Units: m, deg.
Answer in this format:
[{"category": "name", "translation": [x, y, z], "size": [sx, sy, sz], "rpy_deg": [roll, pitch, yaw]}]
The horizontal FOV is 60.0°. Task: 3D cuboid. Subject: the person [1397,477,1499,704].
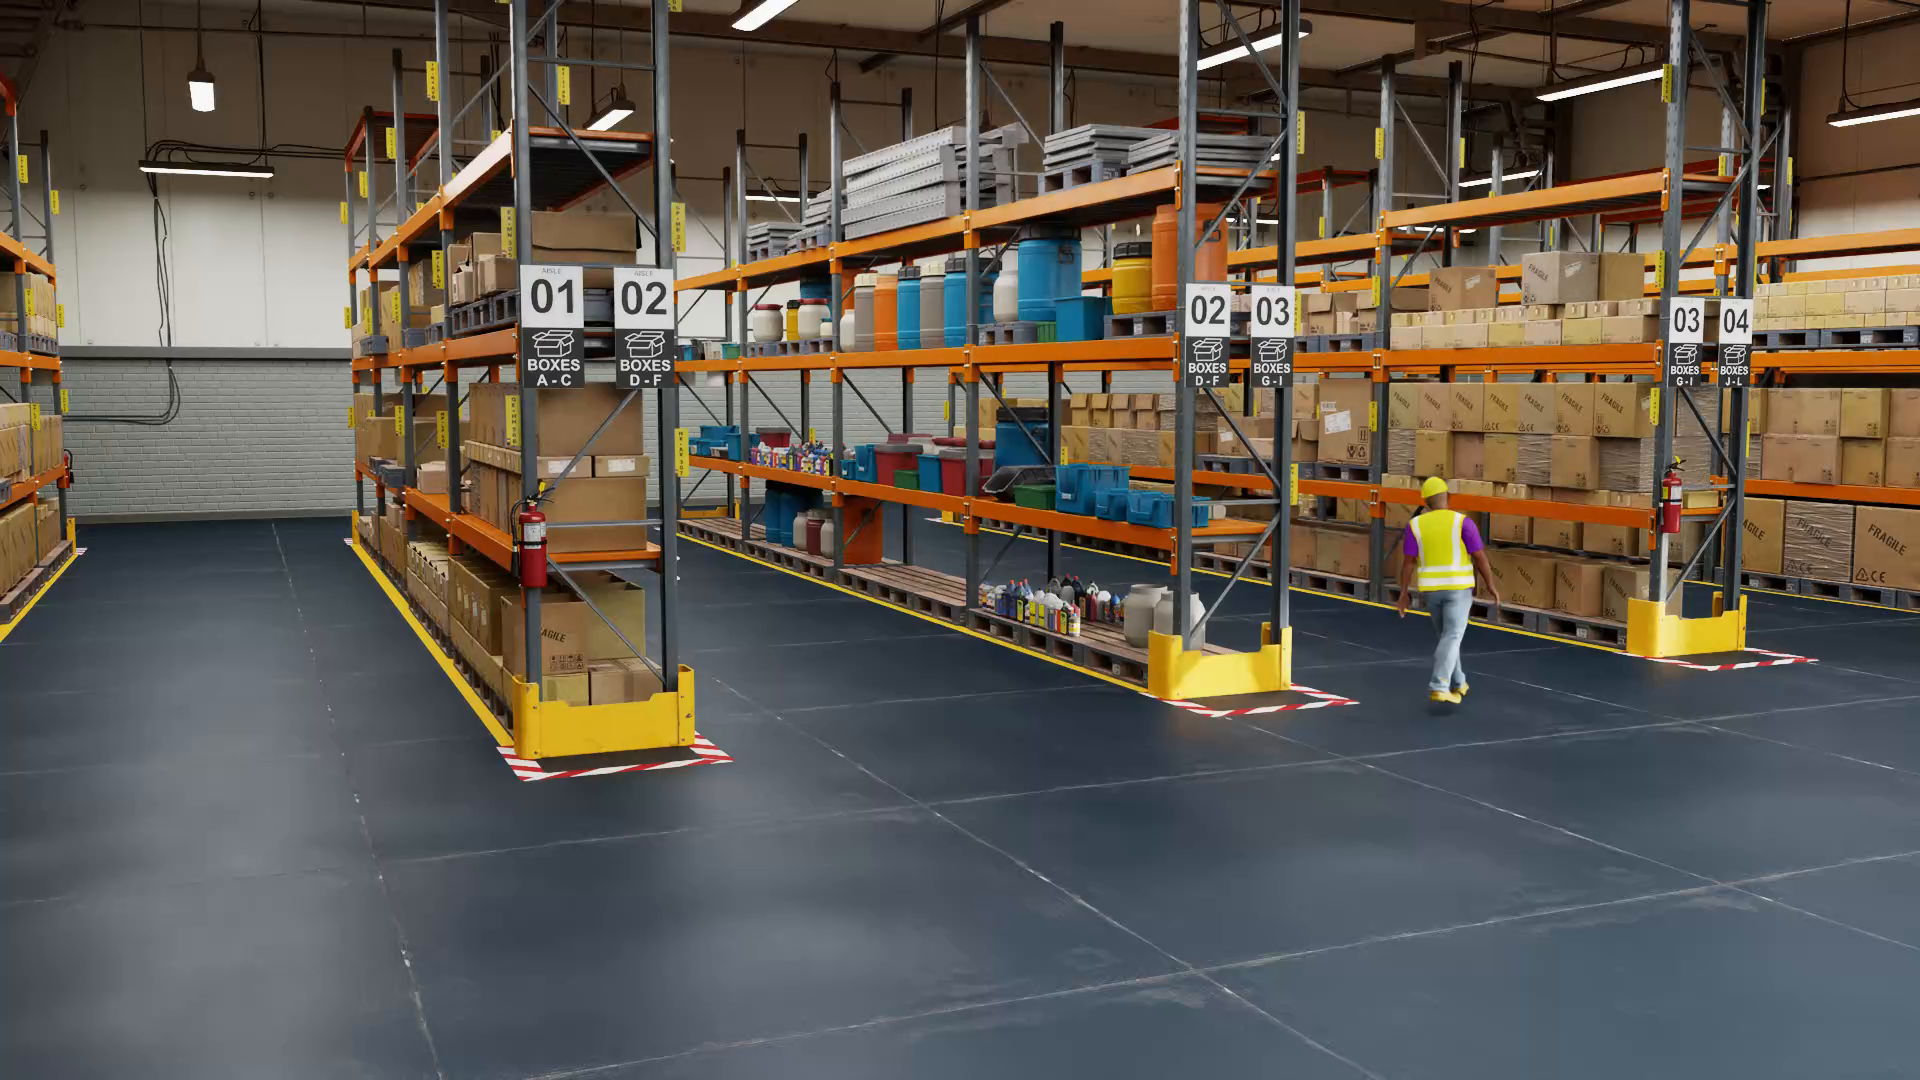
[{"category": "person", "translation": [3.744, 0.377, 12.687], "size": [0.674, 1.717, 1.005], "rpy_deg": [4, 7, 39]}]
